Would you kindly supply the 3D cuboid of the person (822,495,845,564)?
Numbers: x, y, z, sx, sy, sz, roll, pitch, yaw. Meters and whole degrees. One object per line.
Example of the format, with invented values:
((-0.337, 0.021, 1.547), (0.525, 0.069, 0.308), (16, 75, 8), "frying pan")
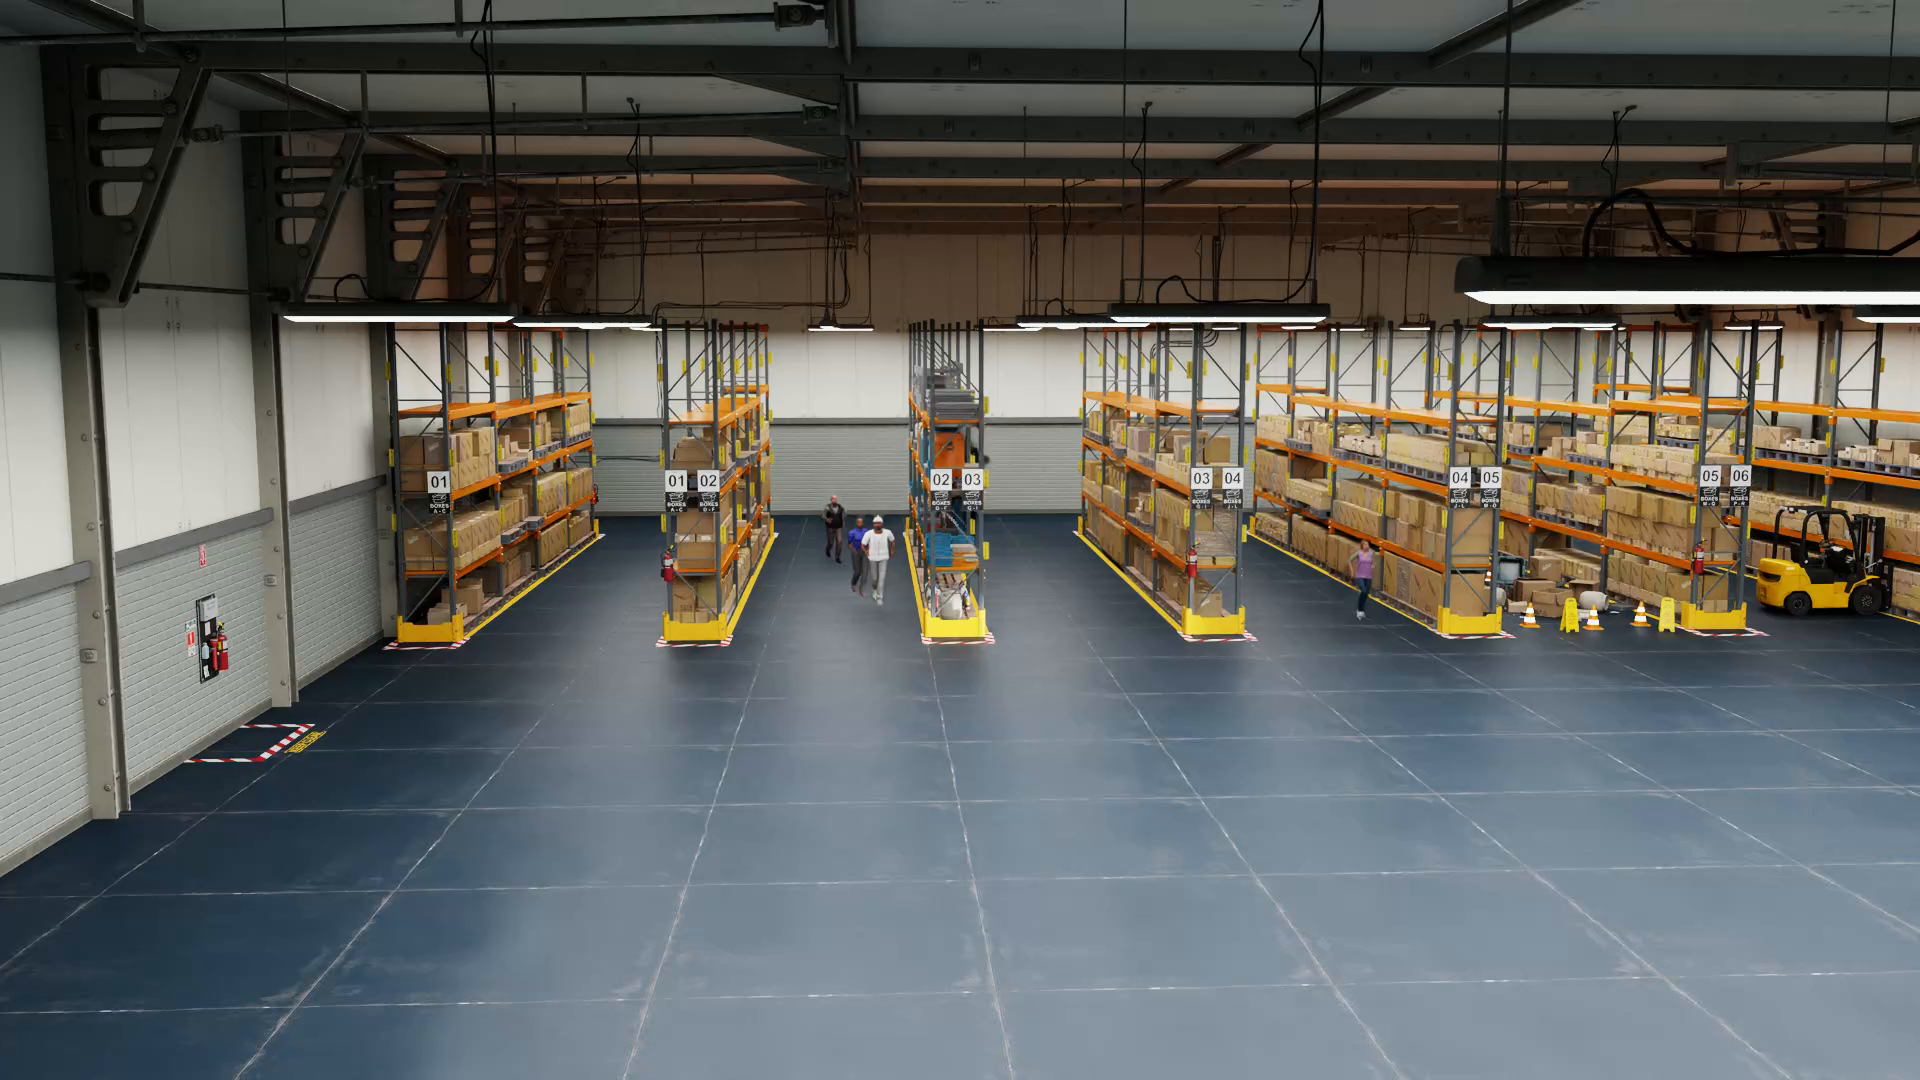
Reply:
((-3.178, -0.297, 41.895), (0.646, 1.709, 0.927), (-2, 7, -17), "person")

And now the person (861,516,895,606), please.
((-1.653, 0.405, 33.784), (0.707, 1.780, 0.813), (-1, 7, -5), "person")

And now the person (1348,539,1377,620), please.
((8.142, 0.790, 33.560), (0.503, 1.617, 0.682), (-1, 7, -11), "person")

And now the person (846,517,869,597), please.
((-2.084, 0.350, 34.749), (0.579, 1.638, 0.685), (-3, 8, -22), "person")
